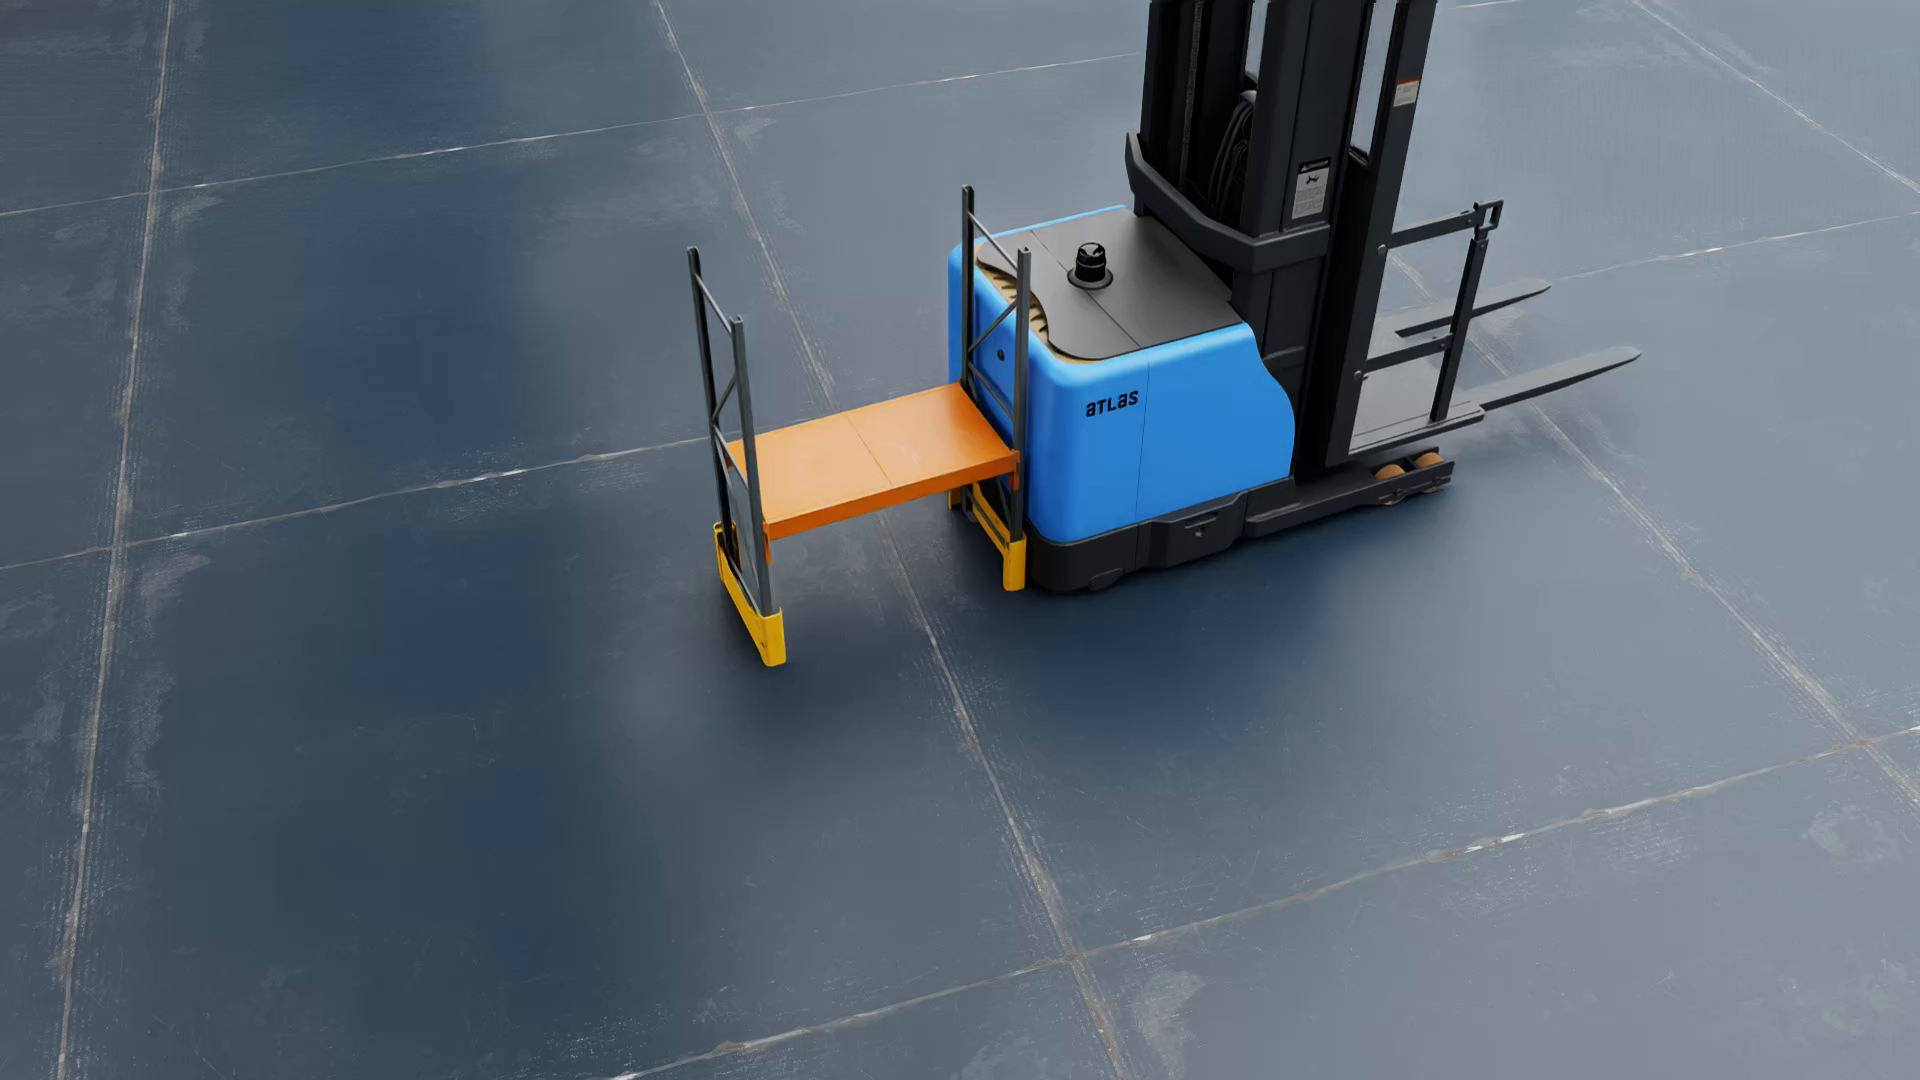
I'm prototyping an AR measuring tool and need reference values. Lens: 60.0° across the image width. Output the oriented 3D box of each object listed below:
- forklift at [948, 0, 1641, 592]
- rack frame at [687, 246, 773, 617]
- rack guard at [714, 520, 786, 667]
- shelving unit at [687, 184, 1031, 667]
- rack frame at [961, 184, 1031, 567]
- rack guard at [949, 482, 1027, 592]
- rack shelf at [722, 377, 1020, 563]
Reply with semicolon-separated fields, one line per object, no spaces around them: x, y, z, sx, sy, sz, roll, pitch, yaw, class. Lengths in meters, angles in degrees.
1.501;-1.551;6.297;3.031;2.935;1.130;-17;44;-18;forklift
-0.803;-0.273;5.923;0.032;1.500;0.500;-17;44;-18;rack frame
-0.802;0.197;6.334;0.087;0.250;0.587;-17;44;-18;rack guard
-0.349;-0.409;6.078;1.083;1.500;0.587;-17;44;-18;shelving unit
0.123;-0.549;6.239;0.032;1.500;0.500;-17;44;-18;rack frame
0.105;-0.073;6.644;0.087;0.250;0.587;-17;44;-18;rack guard
-0.340;-0.276;6.199;1.000;0.185;0.538;-17;44;-18;rack shelf
